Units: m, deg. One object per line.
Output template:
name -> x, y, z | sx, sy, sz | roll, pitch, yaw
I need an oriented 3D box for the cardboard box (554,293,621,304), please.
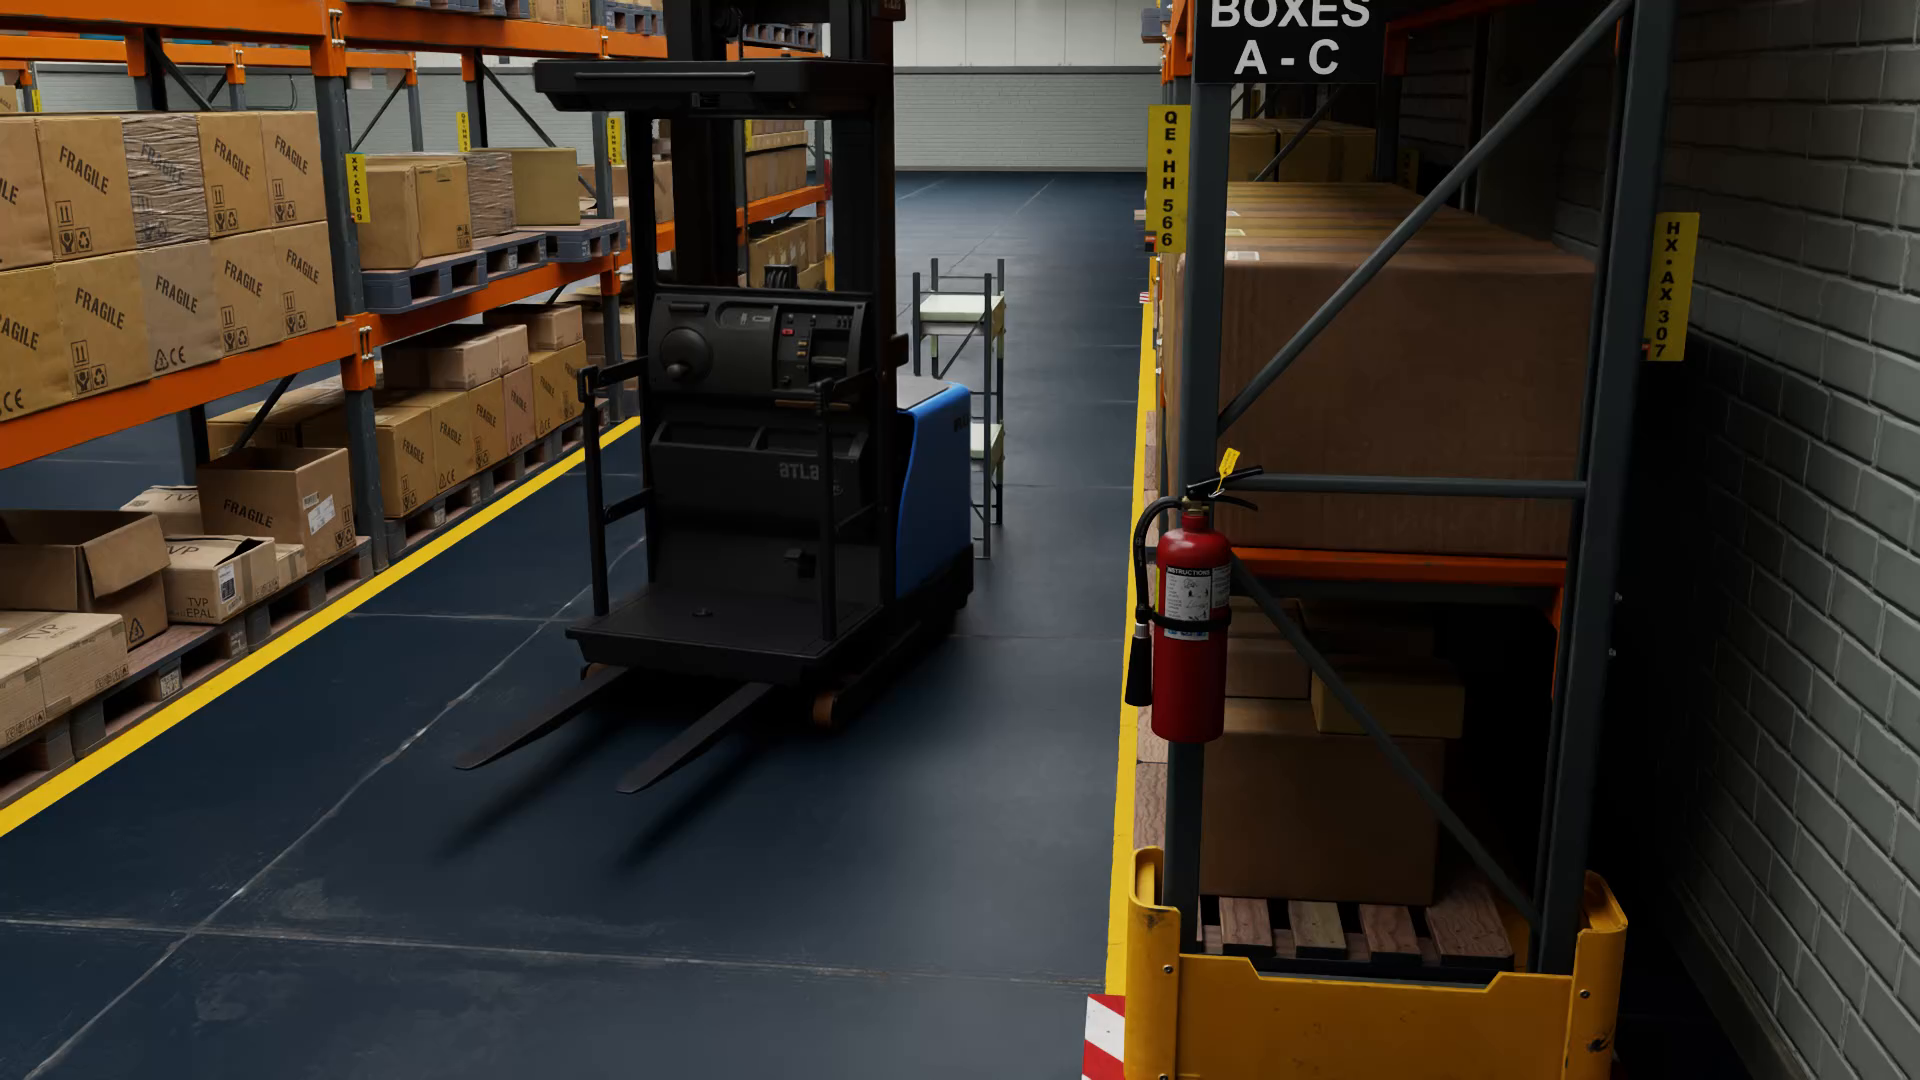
cardboard box -> -3.085, -1.893, 13.806 | 0.500, 0.311, 0.500 | 2, 15, 6

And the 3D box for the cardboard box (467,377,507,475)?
cardboard box -> -3.053, -0.693, 9.924 | 0.500, 0.500, 0.500 | 2, 15, 7

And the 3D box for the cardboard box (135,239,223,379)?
cardboard box -> -3.377, -0.945, 6.718 | 0.500, 0.500, 0.500 | 2, 15, 8

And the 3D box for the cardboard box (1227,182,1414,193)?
cardboard box -> 1.382, -1.161, 7.133 | 0.980, 0.700, 0.700 | 2, 15, 7

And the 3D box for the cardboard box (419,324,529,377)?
cardboard box -> -2.997, -1.176, 10.275 | 0.500, 0.250, 0.500 | 1, 15, 5

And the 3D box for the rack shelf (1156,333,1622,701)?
rack shelf -> 1.234, -0.290, 5.866 | 1.077, 0.370, 4.000 | 2, 15, 6

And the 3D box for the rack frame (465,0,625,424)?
rack frame -> -3.011, -2.338, 12.063 | 1.000, 3.000, 0.127 | 2, 15, 6

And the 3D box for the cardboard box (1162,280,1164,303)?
cardboard box -> 1.267, -1.343, 8.824 | 0.380, 0.149, 0.250 | 2, 15, 6

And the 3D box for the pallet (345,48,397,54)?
pallet -> -7.220, -5.705, 19.130 | 1.003, 0.211, 1.213 | 2, 15, 6

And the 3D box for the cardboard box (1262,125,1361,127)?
cardboard box -> 1.875, -2.097, 8.935 | 0.500, 0.250, 0.500 | 1, 15, 4

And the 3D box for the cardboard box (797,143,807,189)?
cardboard box -> -2.174, -4.341, 19.277 | 0.700, 0.500, 0.500 | 2, 15, 6

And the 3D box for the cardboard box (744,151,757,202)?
cardboard box -> -2.463, -3.676, 16.820 | 0.700, 0.500, 0.500 | 2, 15, 6

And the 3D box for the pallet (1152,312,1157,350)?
pallet -> 2.403, -2.060, 16.376 | 1.003, 0.211, 1.213 | 2, 15, 6

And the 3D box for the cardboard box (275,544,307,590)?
cardboard box -> -3.228, 0.118, 7.597 | 0.380, 0.149, 0.250 | 2, 15, 6

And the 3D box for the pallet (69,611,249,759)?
pallet -> -3.676, 0.541, 6.758 | 1.003, 0.211, 1.213 | 2, 15, 6

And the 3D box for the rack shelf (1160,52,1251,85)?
rack shelf -> 2.588, -4.850, 16.984 | 1.077, 0.370, 4.000 | 2, 15, 6

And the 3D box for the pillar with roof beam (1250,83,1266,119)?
pillar with roof beam -> -0.006, -8.640, 23.876 | 9.100, 9.000, 0.400 | 2, 15, 6

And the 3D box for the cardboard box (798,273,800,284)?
cardboard box -> -2.033, -2.751, 18.054 | 0.500, 0.250, 0.500 | 2, 15, 6

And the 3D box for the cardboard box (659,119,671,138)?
cardboard box -> -2.516, -4.166, 16.144 | 0.700, 0.500, 0.500 | 2, 15, 7

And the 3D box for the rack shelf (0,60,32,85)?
rack shelf -> -12.177, -5.288, 18.603 | 1.077, 0.370, 4.000 | 2, 15, 6

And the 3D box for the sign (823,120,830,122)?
sign -> -1.571, -5.067, 19.482 | 0.100, 0.325, 0.005 | 2, 15, 6

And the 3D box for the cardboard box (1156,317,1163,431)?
cardboard box -> 1.593, -0.944, 10.222 | 0.750, 0.750, 0.750 | 2, 15, 6

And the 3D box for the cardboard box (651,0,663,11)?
cardboard box -> -2.698, -4.652, 14.356 | 0.500, 0.250, 0.500 | 0, 15, 1

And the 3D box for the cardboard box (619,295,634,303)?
cardboard box -> -2.550, -1.880, 13.758 | 0.500, 0.311, 0.500 | 1, 15, 5

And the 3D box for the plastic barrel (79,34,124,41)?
plastic barrel -> -7.471, -4.735, 14.220 | 0.600, 0.901, 0.708 | 2, 15, 6

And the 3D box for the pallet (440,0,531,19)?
pallet -> -3.205, -3.094, 9.472 | 1.213, 0.211, 1.003 | 2, 15, 6

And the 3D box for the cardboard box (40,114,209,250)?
cardboard box -> -3.375, -1.429, 6.595 | 0.500, 0.500, 0.500 | 2, 15, 7

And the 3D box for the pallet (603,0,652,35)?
pallet -> -3.023, -3.874, 12.357 | 1.213, 0.211, 1.003 | 2, 15, 9

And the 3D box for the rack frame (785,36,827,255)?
rack frame -> -2.109, -4.413, 19.736 | 1.000, 3.000, 0.127 | 2, 15, 6

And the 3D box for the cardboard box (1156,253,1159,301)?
cardboard box -> 2.450, -2.761, 17.570 | 0.700, 0.500, 0.500 | 1, 15, 3

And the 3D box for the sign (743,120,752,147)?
sign -> -2.020, -3.883, 15.709 | 0.100, 0.325, 0.005 | 2, 15, 6

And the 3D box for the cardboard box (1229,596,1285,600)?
cardboard box -> 1.101, 0.441, 5.770 | 0.700, 0.500, 0.500 | 1, 15, 4

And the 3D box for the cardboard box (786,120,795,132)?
cardboard box -> -2.234, -4.817, 18.552 | 0.700, 0.500, 0.500 | 1, 15, 5

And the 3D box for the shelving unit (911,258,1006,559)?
shelving unit -> 0.001, -0.726, 8.973 | 0.431, 1.500, 0.755 | 2, 15, 6

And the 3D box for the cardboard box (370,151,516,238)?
cardboard box -> -3.263, -2.191, 10.522 | 0.700, 0.500, 0.500 | 5, 16, 17

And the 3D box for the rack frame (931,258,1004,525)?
rack frame -> 0.042, -0.821, 9.324 | 0.400, 1.500, 0.023 | 2, 15, 6

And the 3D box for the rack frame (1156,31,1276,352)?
rack frame -> 2.363, -3.231, 15.364 | 1.000, 3.000, 0.127 | 2, 15, 6

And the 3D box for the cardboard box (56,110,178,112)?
cardboard box -> -3.795, -1.718, 7.662 | 0.500, 0.500, 0.500 | 2, 15, 8

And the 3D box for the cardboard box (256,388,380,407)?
cardboard box -> -3.628, -0.571, 9.473 | 0.500, 0.500, 0.500 | 2, 15, 6

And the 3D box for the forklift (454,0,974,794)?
forklift -> -0.886, -0.793, 6.480 | 1.130, 2.935, 3.031 | 5, 16, 18

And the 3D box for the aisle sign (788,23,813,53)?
aisle sign -> -1.809, -5.677, 19.428 | 0.394, 0.787, 0.004 | 2, 15, 6

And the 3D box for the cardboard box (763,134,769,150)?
cardboard box -> -2.196, -4.135, 17.275 | 0.380, 0.149, 0.250 | 1, 15, 5

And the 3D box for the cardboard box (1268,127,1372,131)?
cardboard box -> 1.823, -1.967, 8.453 | 0.500, 0.250, 0.500 | 2, 15, 7

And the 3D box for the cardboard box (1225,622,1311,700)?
cardboard box -> 0.822, 0.349, 4.866 | 0.380, 0.149, 0.250 | 2, 15, 6

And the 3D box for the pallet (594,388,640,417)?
pallet -> -2.880, -1.205, 13.212 | 1.003, 0.211, 1.213 | 2, 15, 6

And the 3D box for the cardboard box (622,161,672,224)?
cardboard box -> -2.779, -2.959, 14.166 | 0.500, 0.500, 0.500 | 2, 15, 6

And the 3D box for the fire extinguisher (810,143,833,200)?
fire extinguisher -> -1.634, -4.393, 19.809 | 0.296, 0.674, 0.183 | 2, 15, 6

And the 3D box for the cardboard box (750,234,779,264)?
cardboard box -> -2.148, -2.854, 16.997 | 0.500, 0.500, 0.500 | 2, 15, 6

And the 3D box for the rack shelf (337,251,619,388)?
rack shelf -> -3.237, -1.472, 10.239 | 1.077, 0.370, 4.000 | 2, 15, 6

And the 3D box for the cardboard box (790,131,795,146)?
cardboard box -> -2.050, -4.470, 18.514 | 0.380, 0.149, 0.250 | 2, 15, 7

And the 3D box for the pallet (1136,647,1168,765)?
pallet -> 1.161, 0.702, 6.160 | 1.003, 0.211, 1.213 | 2, 15, 6

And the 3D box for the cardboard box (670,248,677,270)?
cardboard box -> -2.657, -2.869, 17.053 | 0.500, 0.500, 0.500 | 2, 15, 6

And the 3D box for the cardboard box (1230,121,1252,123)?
cardboard box -> 1.491, -2.378, 9.972 | 0.500, 0.250, 0.500 | 2, 15, 7

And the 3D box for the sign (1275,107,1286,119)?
sign -> 2.914, -3.774, 15.156 | 0.100, 0.325, 0.005 | 2, 15, 6
